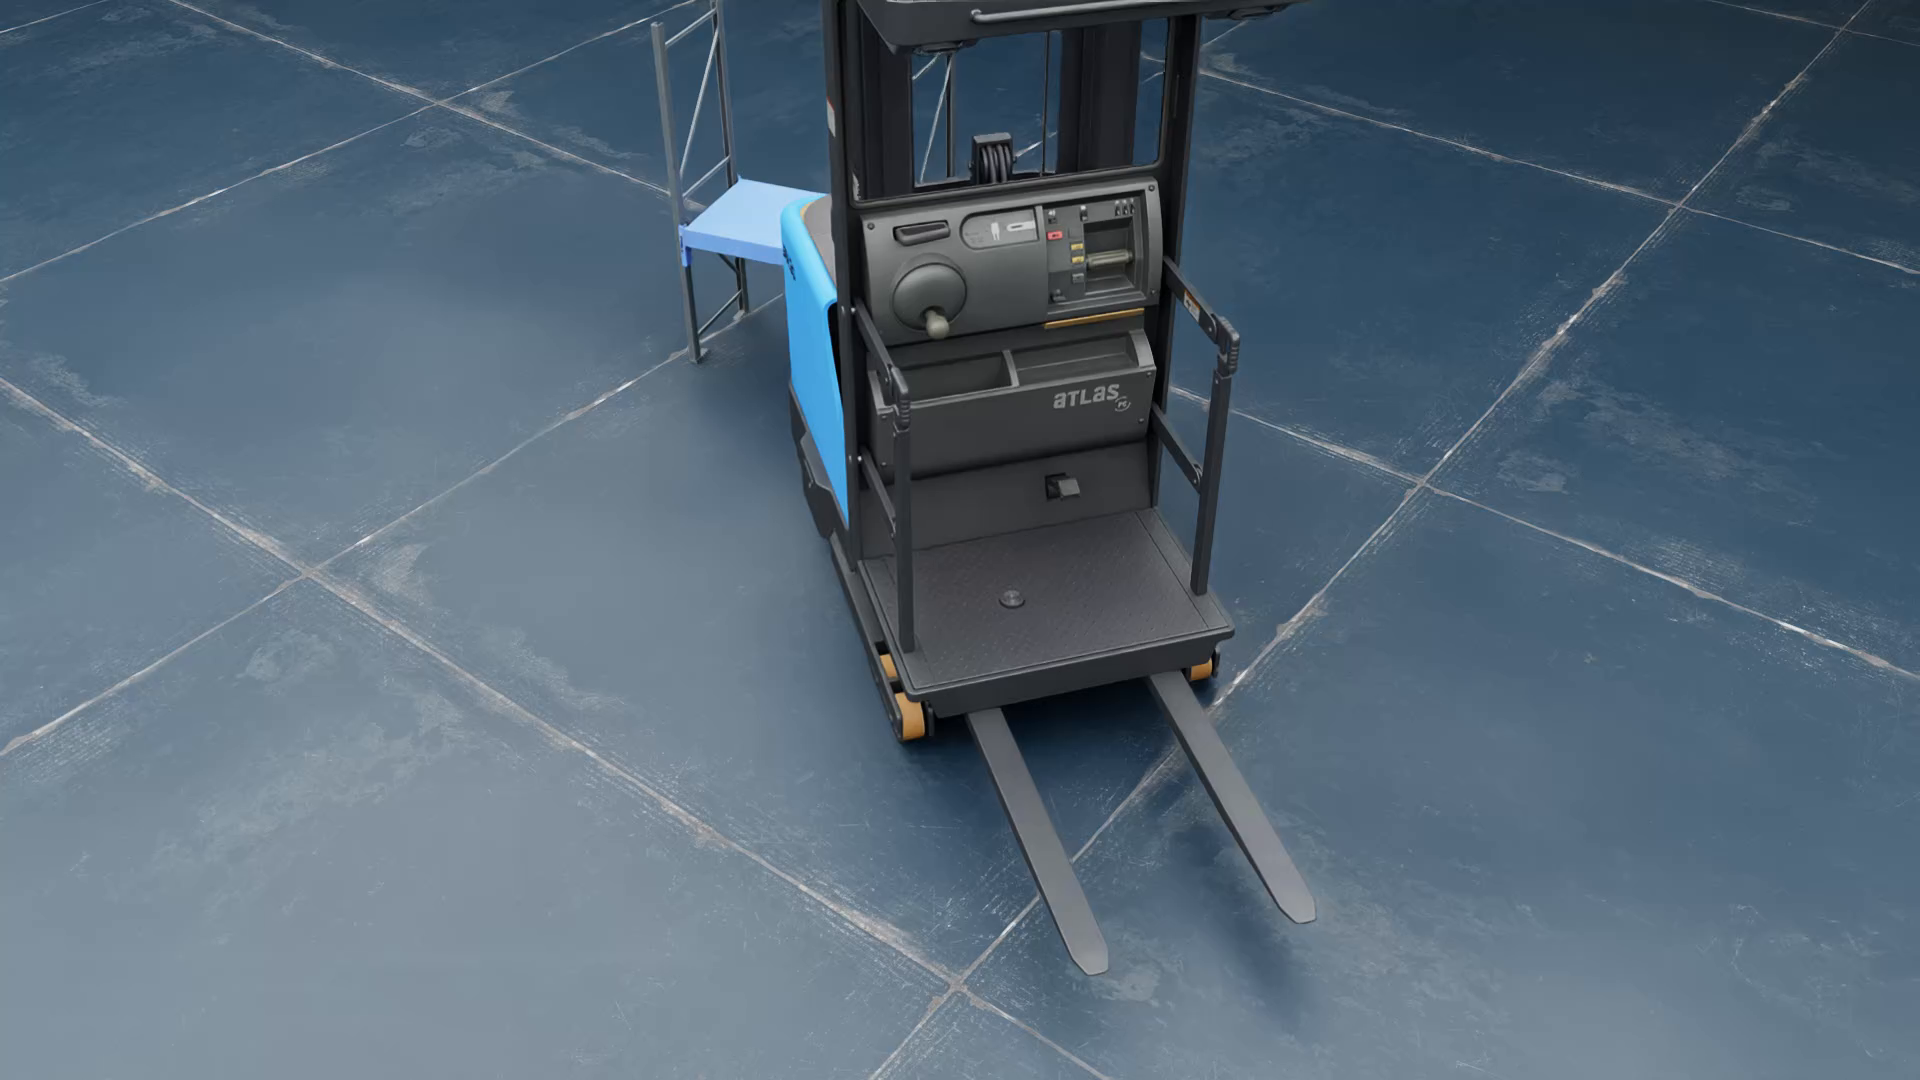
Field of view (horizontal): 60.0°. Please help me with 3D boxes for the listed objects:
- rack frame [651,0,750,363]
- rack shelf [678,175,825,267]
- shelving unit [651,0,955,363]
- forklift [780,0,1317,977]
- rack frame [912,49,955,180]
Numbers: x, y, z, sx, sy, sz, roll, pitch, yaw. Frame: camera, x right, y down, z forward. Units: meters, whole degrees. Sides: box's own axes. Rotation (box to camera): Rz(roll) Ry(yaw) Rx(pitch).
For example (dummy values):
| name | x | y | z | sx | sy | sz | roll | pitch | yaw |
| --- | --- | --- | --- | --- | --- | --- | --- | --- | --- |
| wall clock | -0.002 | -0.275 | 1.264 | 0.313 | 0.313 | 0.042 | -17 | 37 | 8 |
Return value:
| name | x | y | z | sx | sy | sz | roll | pitch | yaw |
| --- | --- | --- | --- | --- | --- | --- | --- | --- | --- |
| rack frame | -1.069 | -1.505 | 6.956 | 0.032 | 1.500 | 0.500 | 14 | 40 | 17 |
| rack shelf | -0.597 | -1.247 | 6.918 | 1.000 | 0.185 | 0.538 | 14 | 40 | 17 |
| shelving unit | -0.597 | -1.389 | 6.807 | 1.048 | 1.500 | 0.538 | 14 | 40 | 17 |
| forklift | 0.231 | -0.775 | 4.862 | 1.130 | 2.935 | 3.031 | -10 | 39 | -13 |
| rack frame | -0.125 | -1.272 | 6.658 | 0.032 | 1.500 | 0.500 | 14 | 40 | 17 |
